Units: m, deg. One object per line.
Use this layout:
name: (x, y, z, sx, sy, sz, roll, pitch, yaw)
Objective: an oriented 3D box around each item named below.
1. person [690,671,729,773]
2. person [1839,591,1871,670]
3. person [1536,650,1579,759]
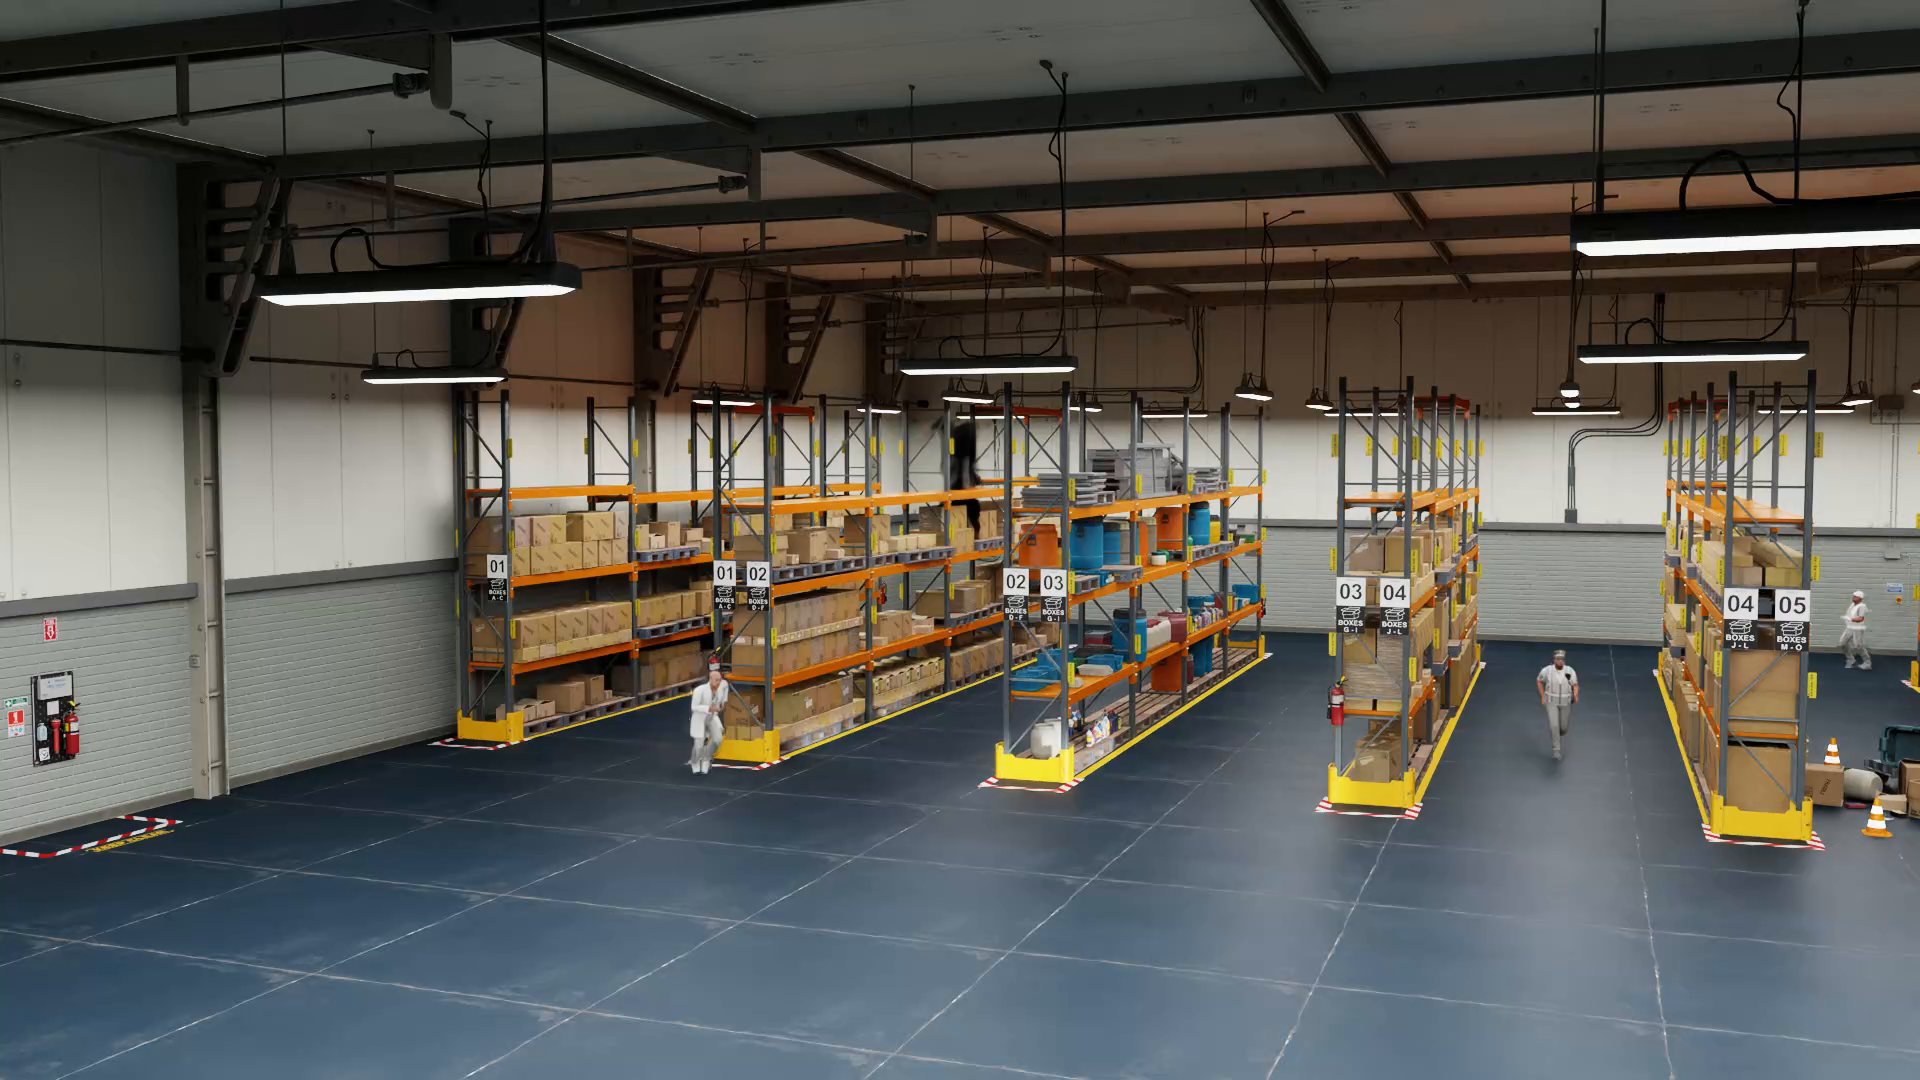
person: (-3.829, 2.781, 25.438, 0.743, 1.627, 1.004, -2, 4, -37)
person: (20.205, 2.048, 37.553, 0.729, 1.810, 0.656, 0, 3, -3)
person: (9.750, 2.649, 27.154, 0.644, 1.764, 0.839, 1, 3, 10)
